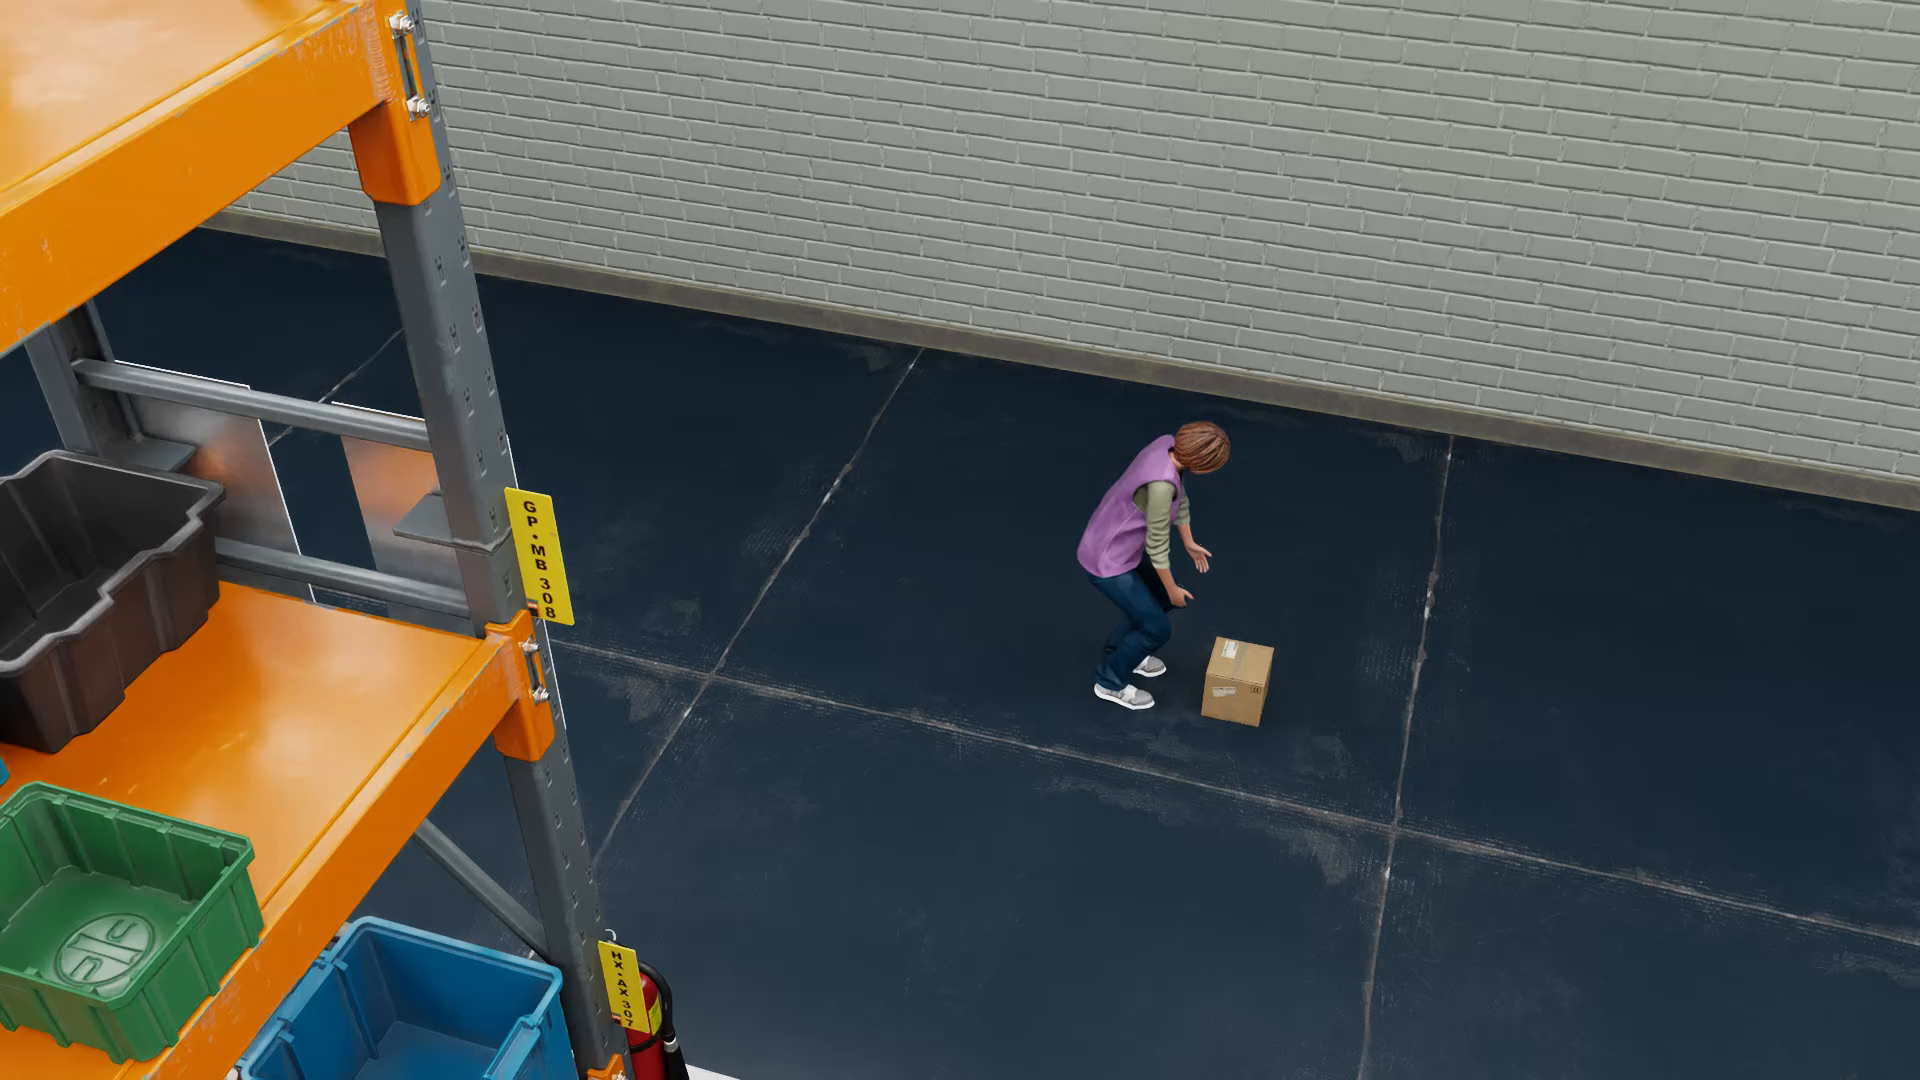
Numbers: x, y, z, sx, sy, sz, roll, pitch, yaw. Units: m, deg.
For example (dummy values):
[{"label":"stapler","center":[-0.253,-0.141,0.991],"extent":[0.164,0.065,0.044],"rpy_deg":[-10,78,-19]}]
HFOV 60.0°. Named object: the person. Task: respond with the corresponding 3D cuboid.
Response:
[{"label":"person","center":[0.723,0.116,7.038],"extent":[0.445,1.252,0.458],"rpy_deg":[11,39,14]}]
